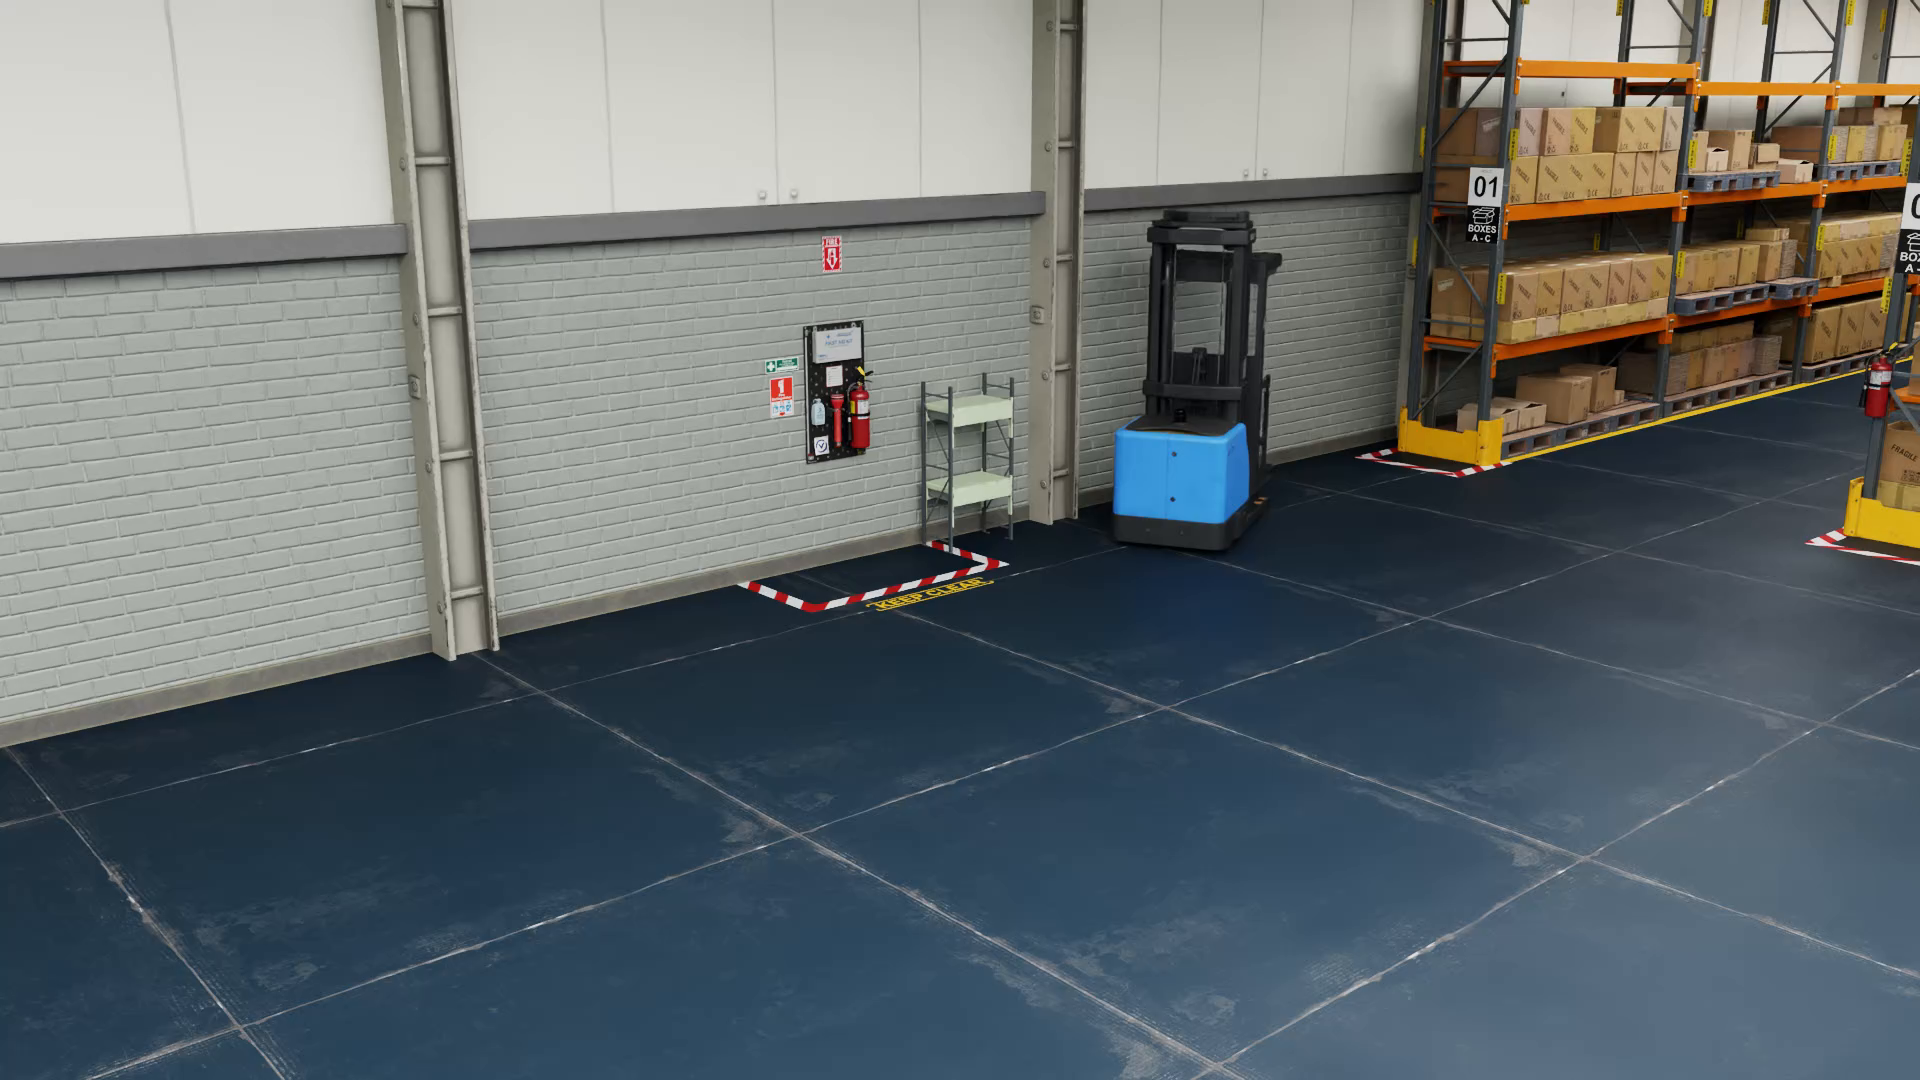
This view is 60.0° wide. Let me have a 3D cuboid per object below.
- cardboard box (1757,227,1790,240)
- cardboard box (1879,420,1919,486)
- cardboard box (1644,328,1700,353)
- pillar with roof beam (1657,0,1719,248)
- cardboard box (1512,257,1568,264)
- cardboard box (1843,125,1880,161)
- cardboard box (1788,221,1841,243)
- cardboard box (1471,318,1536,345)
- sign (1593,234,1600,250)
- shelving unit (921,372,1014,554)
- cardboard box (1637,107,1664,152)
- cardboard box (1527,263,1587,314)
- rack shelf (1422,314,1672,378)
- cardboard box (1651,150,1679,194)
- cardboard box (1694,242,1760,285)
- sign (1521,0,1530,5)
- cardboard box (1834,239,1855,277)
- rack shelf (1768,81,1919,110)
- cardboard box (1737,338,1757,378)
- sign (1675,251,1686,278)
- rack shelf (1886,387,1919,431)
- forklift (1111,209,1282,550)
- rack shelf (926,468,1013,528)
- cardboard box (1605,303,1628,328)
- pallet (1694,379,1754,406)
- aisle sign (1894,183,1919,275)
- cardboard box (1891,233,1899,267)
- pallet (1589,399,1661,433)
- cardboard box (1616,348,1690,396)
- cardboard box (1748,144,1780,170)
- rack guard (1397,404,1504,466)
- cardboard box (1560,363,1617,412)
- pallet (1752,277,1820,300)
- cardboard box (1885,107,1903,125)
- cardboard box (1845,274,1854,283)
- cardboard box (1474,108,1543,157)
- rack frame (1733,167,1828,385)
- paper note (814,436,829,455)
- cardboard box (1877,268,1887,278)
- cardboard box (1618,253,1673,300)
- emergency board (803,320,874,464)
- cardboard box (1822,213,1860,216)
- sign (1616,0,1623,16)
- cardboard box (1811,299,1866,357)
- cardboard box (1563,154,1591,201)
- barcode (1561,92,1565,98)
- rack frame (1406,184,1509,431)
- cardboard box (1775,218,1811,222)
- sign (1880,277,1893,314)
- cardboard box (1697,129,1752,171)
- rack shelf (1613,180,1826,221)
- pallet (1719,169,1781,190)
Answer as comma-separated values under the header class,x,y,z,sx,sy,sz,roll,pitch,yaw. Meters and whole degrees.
class,x,y,z,sx,sy,sz,roll,pitch,yaw
cardboard box,11.253,-4.252,23.051,0.380,0.149,0.250,13,20,40
cardboard box,8.923,-0.808,15.524,0.500,0.500,0.500,-13,19,-39
cardboard box,9.351,-2.634,21.838,0.500,0.250,0.500,-13,20,-41
pillar with roof beam,12.771,-5.750,19.339,0.400,9.000,9.100,-13,19,-39
cardboard box,6.828,-3.064,19.708,0.500,0.500,0.500,-12,19,-39
cardboard box,12.978,-5.822,24.376,0.500,0.500,0.700,-13,20,-39
cardboard box,12.027,-4.337,23.413,0.500,0.250,0.500,-12,19,-38
cardboard box,6.036,-2.344,18.466,0.500,0.250,0.500,-13,20,-41
sign,8.109,-3.731,21.161,0.005,0.325,0.100,-13,19,-39
shelving unit,0.070,-0.702,14.973,0.755,1.500,0.431,-13,20,-40
cardboard box,7.868,-4.821,19.504,0.500,0.500,0.500,-11,19,-36
cardboard box,6.790,-2.876,19.004,0.500,0.500,0.500,-13,20,-41
rack shelf,6.968,-2.378,19.733,4.000,0.370,1.077,-13,19,-39
cardboard box,8.256,-4.437,20.003,0.500,0.500,0.500,-12,19,-38
cardboard box,10.221,-3.705,22.264,0.500,0.500,0.700,-13,19,-39
sign,5.815,-5.669,17.071,0.005,0.325,0.100,-13,19,-39
cardboard box,12.430,-4.063,23.838,0.500,0.500,0.500,-12,19,-38
rack shelf,13.003,-6.438,24.084,4.000,0.370,1.077,-13,19,-39
cardboard box,10.520,-2.550,22.974,0.500,0.500,0.700,-13,20,-39
sign,8.838,-3.378,20.406,0.005,0.325,0.100,-13,19,-39
rack shelf,10.222,-1.414,16.125,4.000,0.370,1.077,-13,19,-39
forklift,2.383,-1.659,15.783,1.130,2.935,3.031,6,16,21
rack shelf,0.070,-0.387,15.057,0.720,0.370,0.431,-13,20,-40
cardboard box,7.568,-2.691,19.763,0.500,0.250,0.500,-13,20,-40
pallet,9.984,-2.057,22.541,1.213,0.211,1.003,-13,19,-39
aisle sign,8.471,-2.725,14.600,0.004,0.787,0.394,-13,19,-39
cardboard box,13.950,-4.405,25.121,0.500,0.500,0.500,-12,19,-39
pallet,7.993,-1.596,20.816,1.213,0.211,1.003,-13,19,-39
cardboard box,9.021,-2.197,21.653,0.500,0.500,0.700,-12,19,-38
cardboard box,10.455,-5.049,22.287,0.637,0.503,0.797,-9,18,-32
rack guard,5.516,-1.192,18.742,0.348,0.500,1.175,-13,19,-39
cardboard box,7.720,-1.885,20.487,0.500,0.500,0.500,14,21,43
pallet,11.026,-3.507,22.940,1.003,0.211,1.213,-13,19,-39
cardboard box,13.762,-6.368,24.966,0.500,0.250,0.500,-11,18,-35
cardboard box,12.847,-3.864,24.351,0.250,0.149,0.380,-12,19,-39
cardboard box,5.909,-4.395,17.907,0.500,0.500,0.500,14,21,43
rack frame,11.494,-3.742,23.445,0.127,3.000,1.000,-13,19,-39
paper note,-1.175,-0.804,14.153,0.142,0.148,0.016,-13,19,-39
cardboard box,13.654,-4.028,24.965,0.250,0.149,0.380,-13,19,-39
cardboard box,8.323,-3.223,20.303,0.500,0.500,0.500,-13,20,-39
emergency board,-0.996,-1.246,14.101,0.643,1.169,0.194,-13,19,-39
cardboard box,13.228,-4.780,25.071,0.500,0.250,0.500,-14,20,-41
sign,8.108,-6.597,20.394,0.005,0.325,0.100,-13,19,-39
cardboard box,12.800,-3.152,24.590,0.750,0.750,0.750,-13,20,-40
cardboard box,6.693,-4.074,18.645,0.500,0.500,0.500,-12,19,-37
barcode,7.146,-5.279,19.708,0.075,0.075,0.001,-13,19,-39
rack frame,5.459,-2.386,18.371,0.127,3.000,1.000,-13,19,-39
cardboard box,12.059,-4.520,24.097,0.500,0.250,0.500,-13,20,-41
sign,8.368,-2.204,14.988,0.005,0.325,0.100,-13,19,-39
cardboard box,9.872,-5.050,21.525,0.500,0.500,0.500,-14,20,-41
rack shelf,9.985,-4.504,21.882,4.000,0.370,1.077,-13,19,-39
pallet,9.792,-4.683,21.519,1.003,0.211,1.213,-13,19,-39
